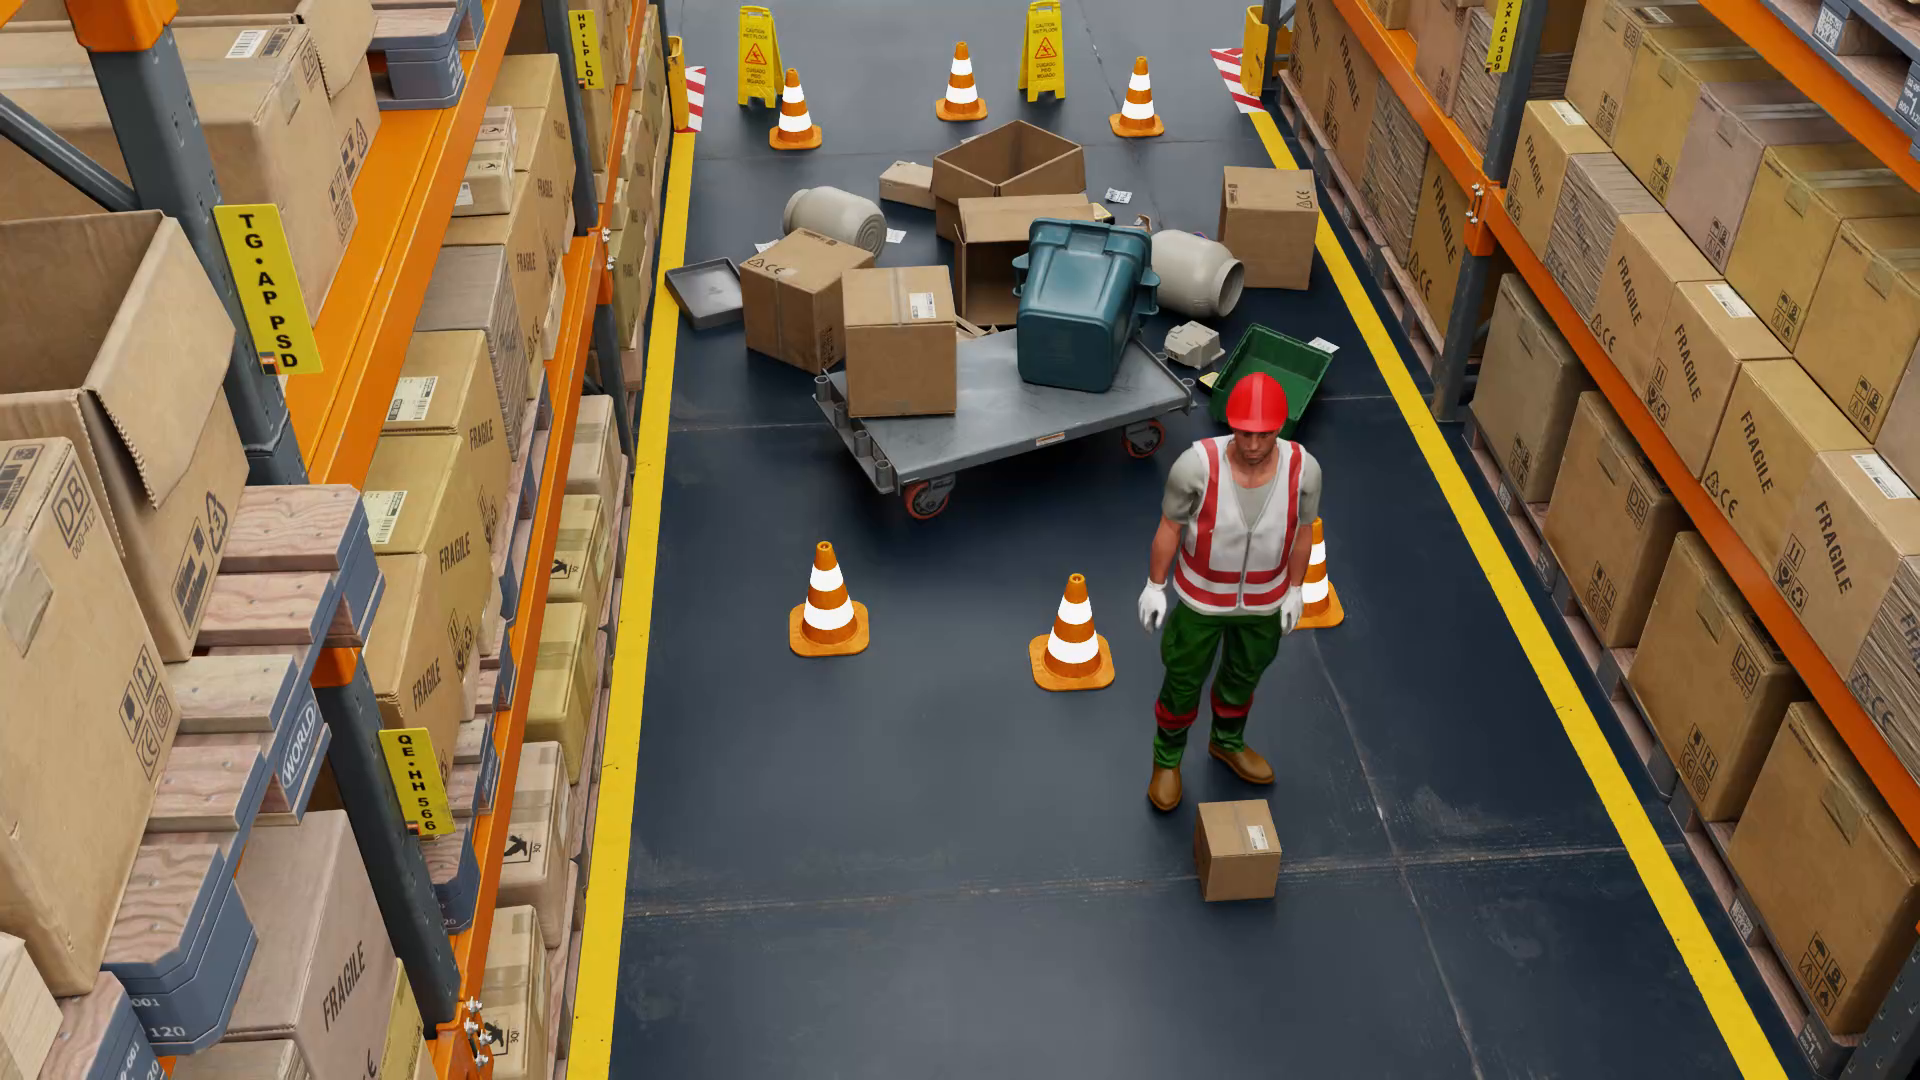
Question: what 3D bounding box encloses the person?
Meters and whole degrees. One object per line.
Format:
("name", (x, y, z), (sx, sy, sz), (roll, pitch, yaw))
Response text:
("person", (0.931, 0.206, 5.838), (0.595, 1.795, 0.371), (-2, 39, -3))
